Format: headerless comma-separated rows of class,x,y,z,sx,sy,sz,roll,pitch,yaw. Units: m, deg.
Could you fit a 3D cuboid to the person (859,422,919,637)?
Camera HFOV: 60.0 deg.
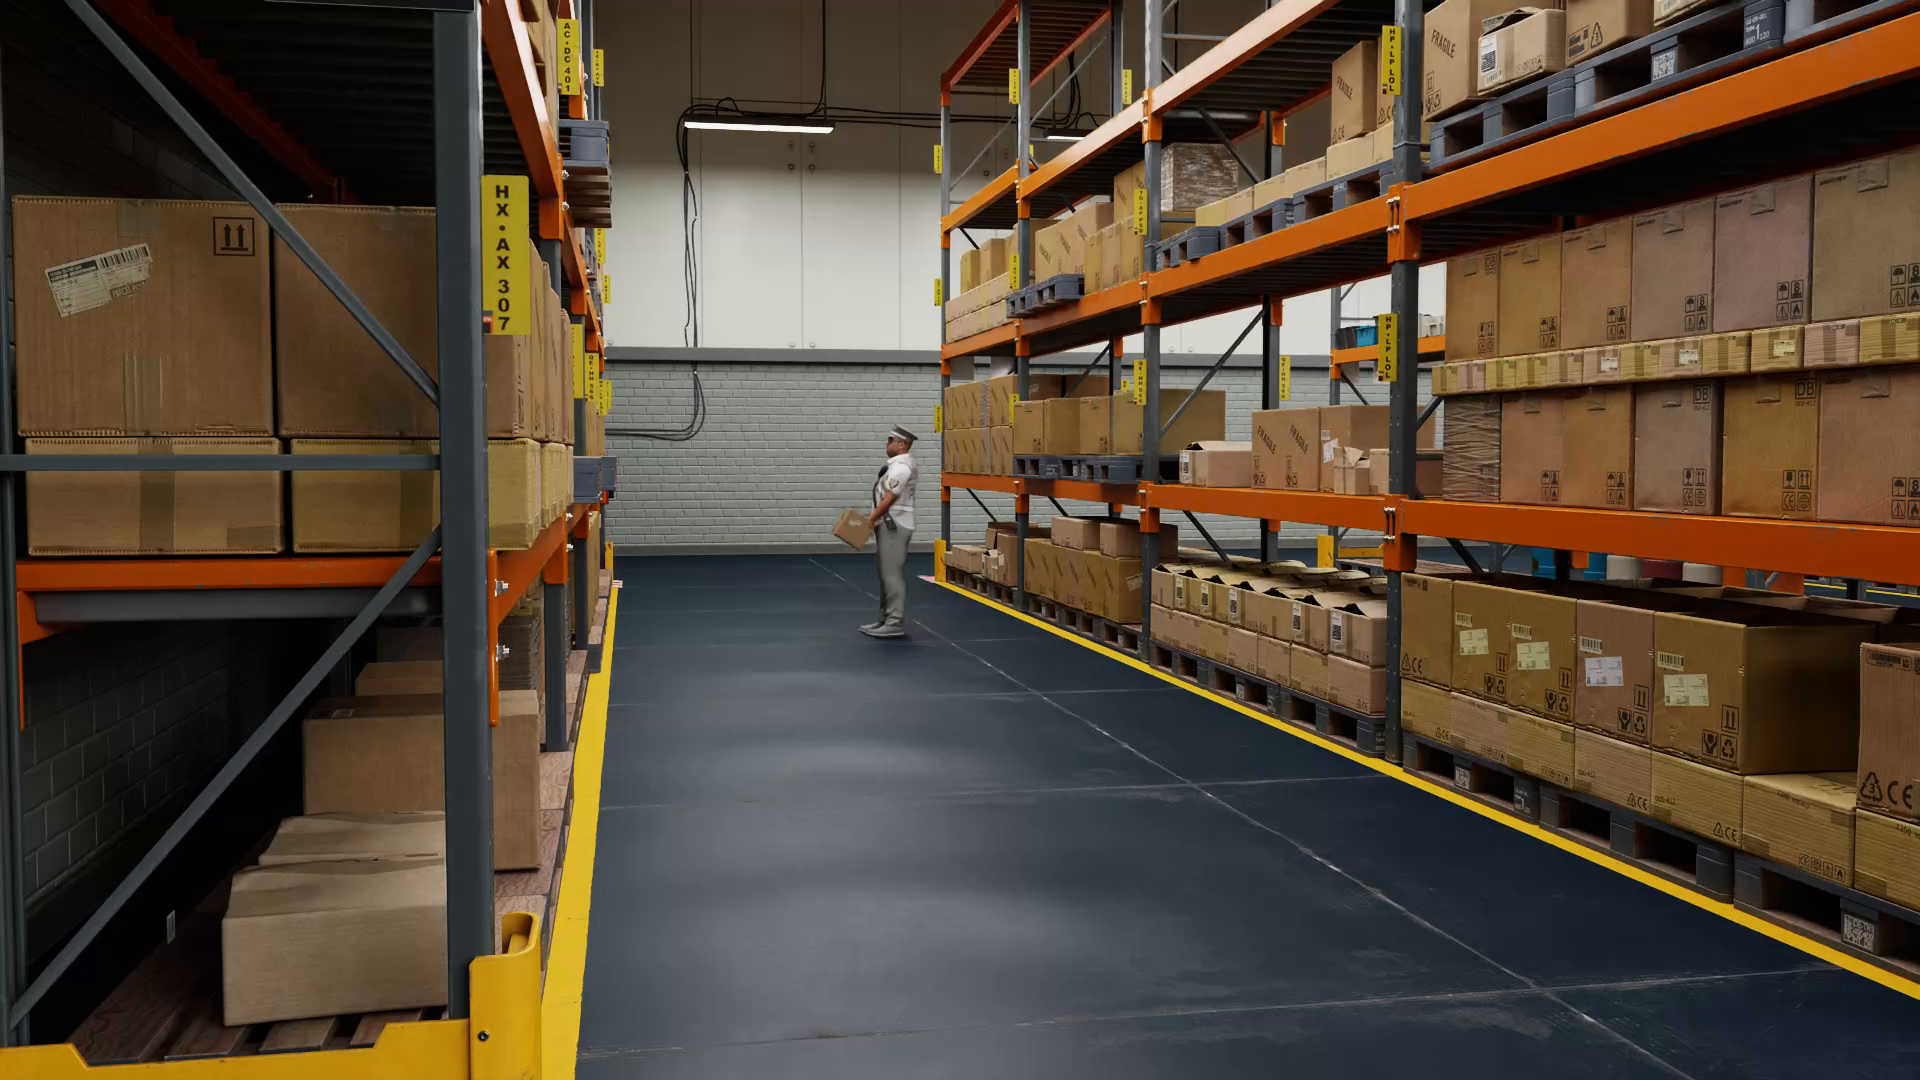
person,-0.606,-0.089,13.907,0.527,1.782,0.529,0,3,2
